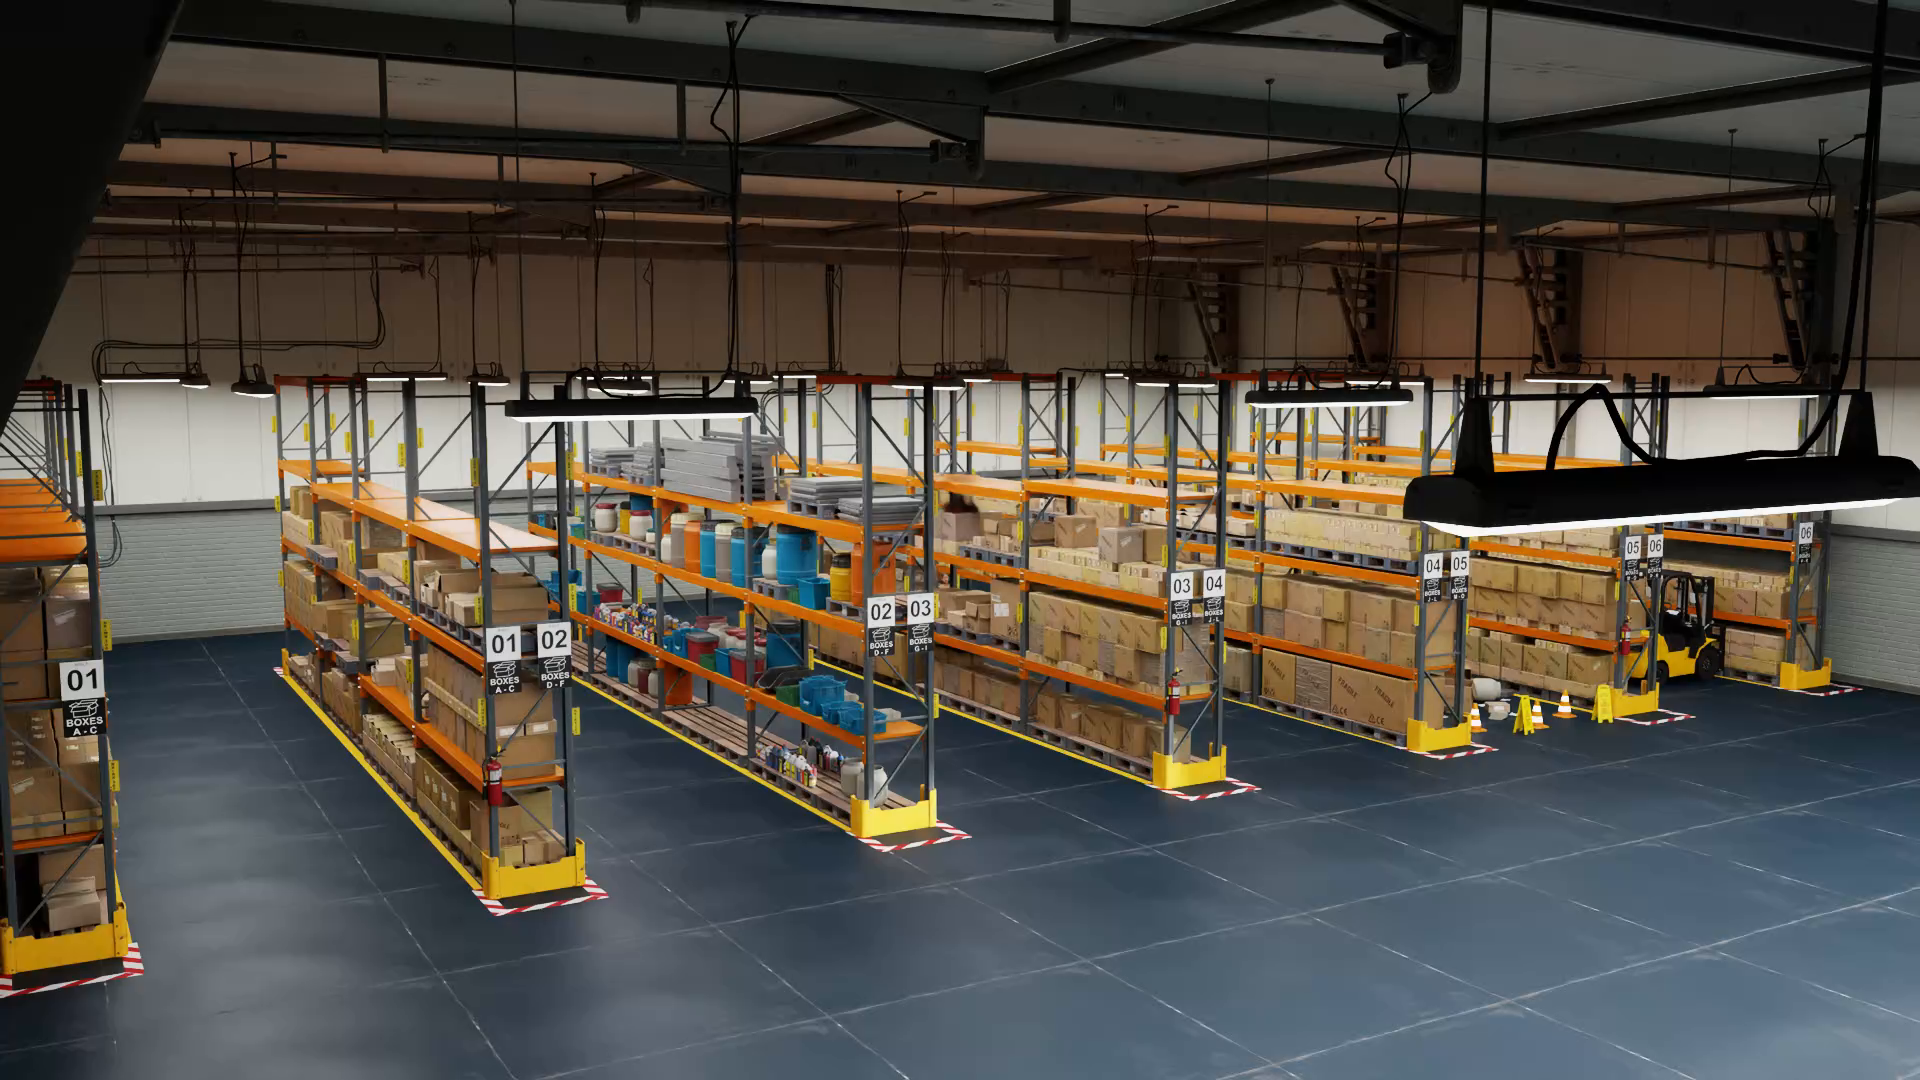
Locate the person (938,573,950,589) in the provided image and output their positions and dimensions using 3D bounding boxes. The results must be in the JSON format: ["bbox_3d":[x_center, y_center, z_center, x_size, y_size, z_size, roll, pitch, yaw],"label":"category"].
[{"bbox_3d":[-0.298,1.530,36.452,0.524,1.620,0.985,-4,7,-32],"label":"person"}]
